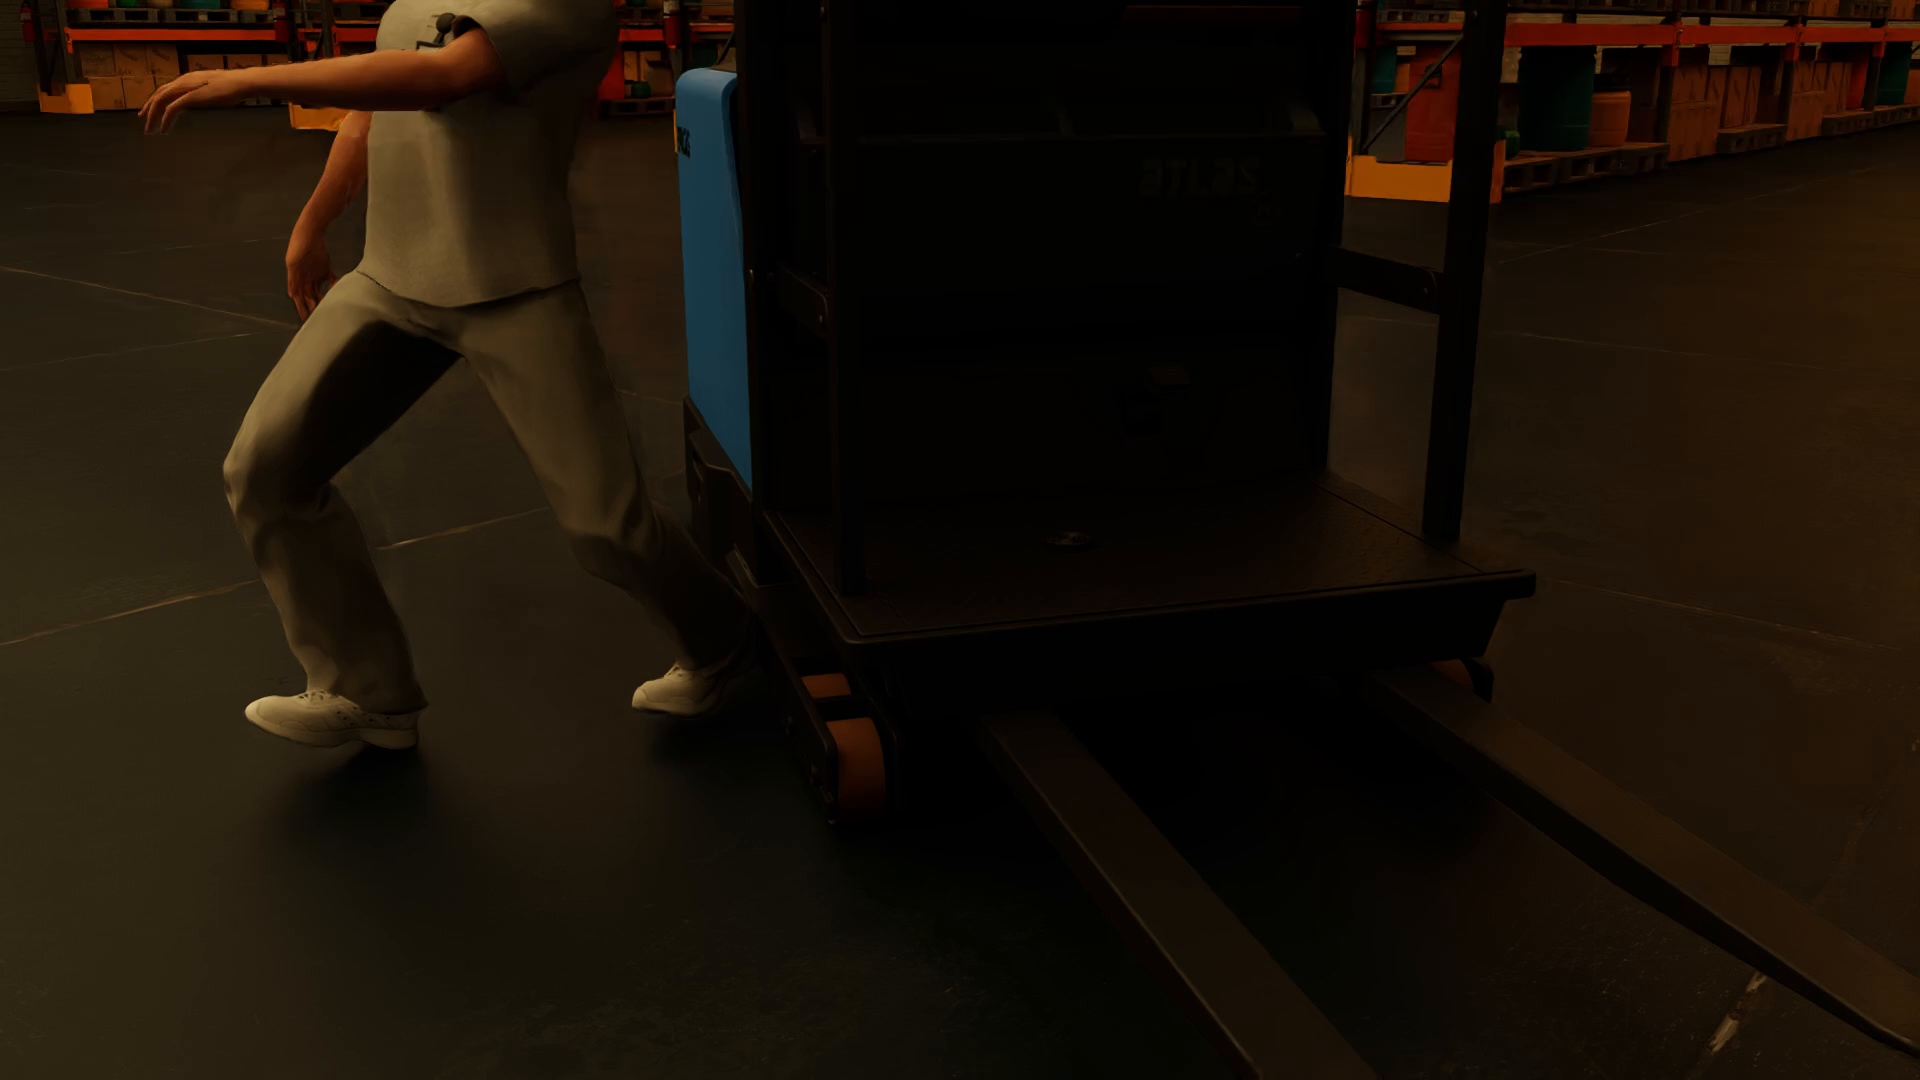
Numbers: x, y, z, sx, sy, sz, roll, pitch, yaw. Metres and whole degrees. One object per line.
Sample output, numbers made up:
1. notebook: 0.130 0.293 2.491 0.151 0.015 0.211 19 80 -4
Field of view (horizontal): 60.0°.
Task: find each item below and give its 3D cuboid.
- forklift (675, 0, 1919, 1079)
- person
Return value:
1. forklift: 0.235 -1.097 2.509 1.130 2.935 3.031 -5 18 -16
2. person: -0.798 -0.393 2.587 0.710 1.553 0.840 9 19 27
